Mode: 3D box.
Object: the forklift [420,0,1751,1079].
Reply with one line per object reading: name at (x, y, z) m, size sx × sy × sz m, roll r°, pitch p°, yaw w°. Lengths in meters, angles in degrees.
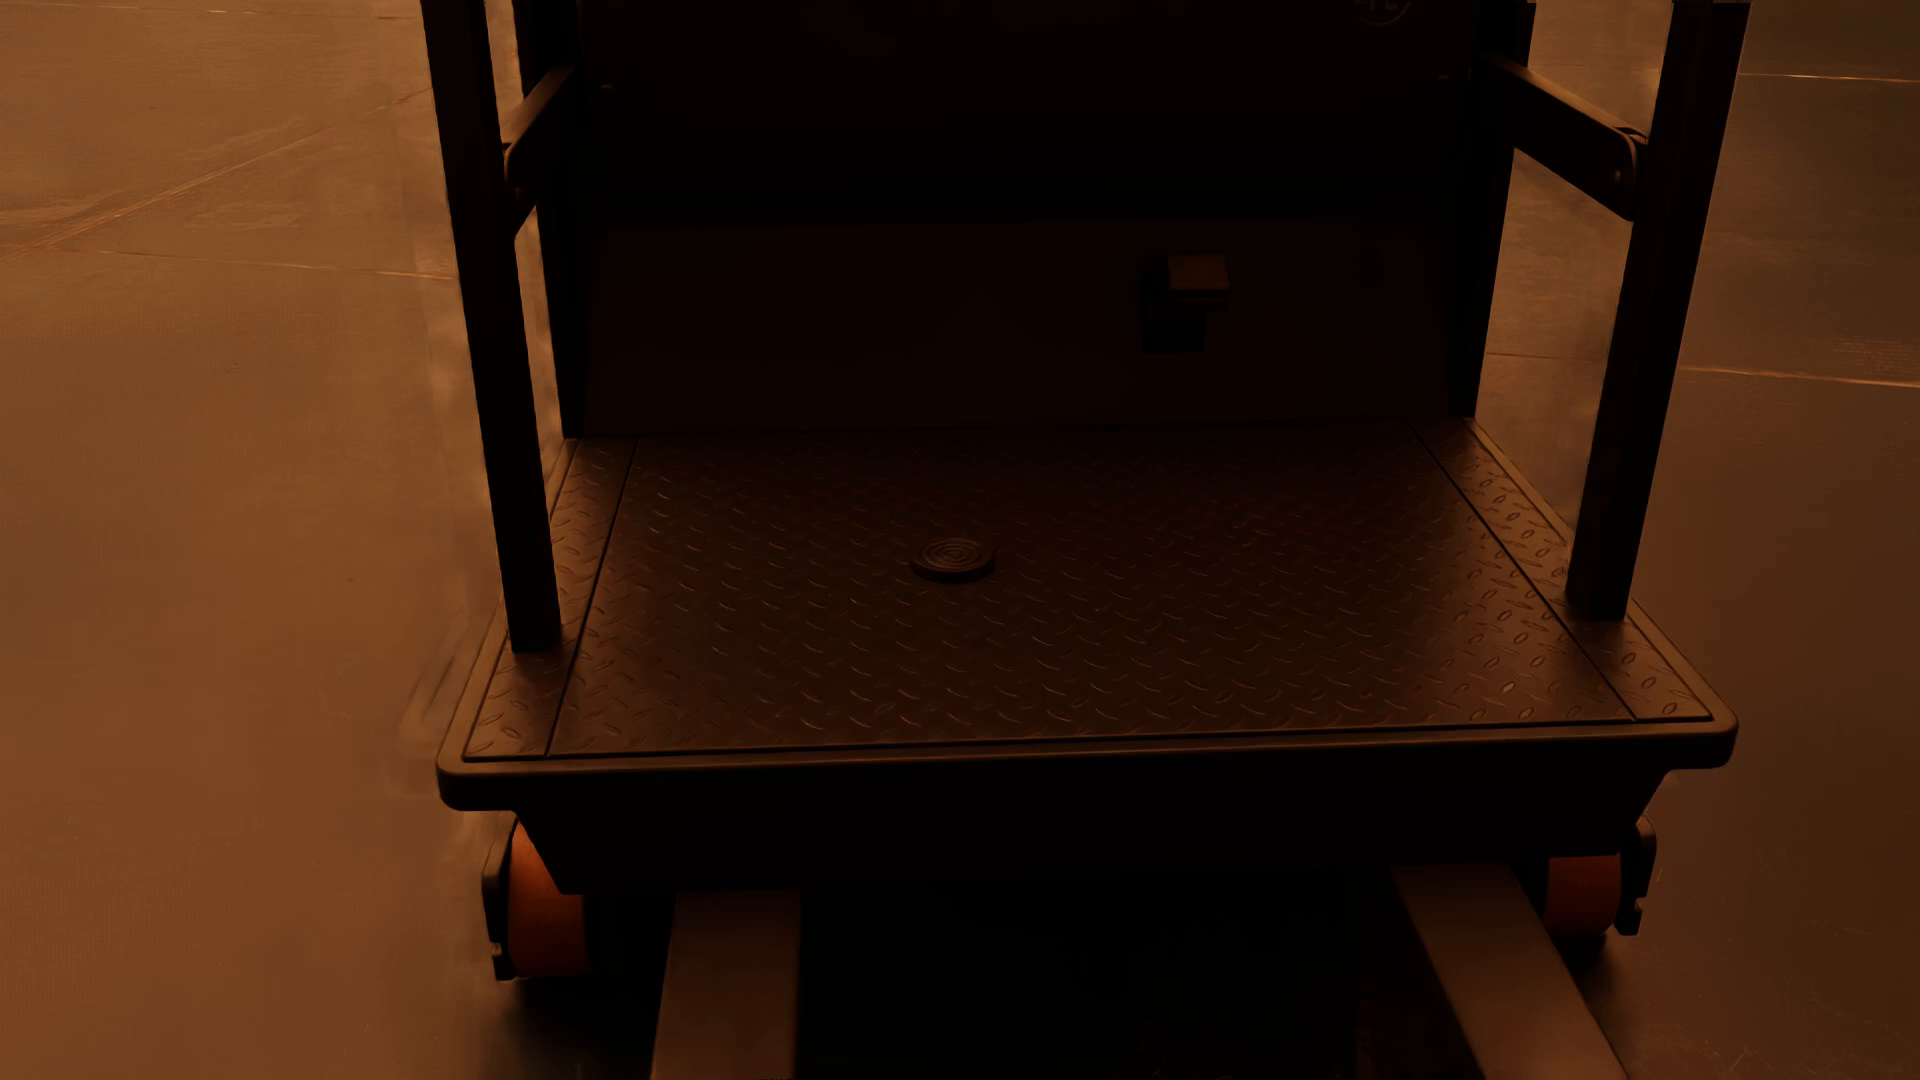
forklift at (0.089, -1.029, 1.286) m, size 1.130 × 2.935 × 3.031 m, roll -2°, pitch 27°, yaw -3°
